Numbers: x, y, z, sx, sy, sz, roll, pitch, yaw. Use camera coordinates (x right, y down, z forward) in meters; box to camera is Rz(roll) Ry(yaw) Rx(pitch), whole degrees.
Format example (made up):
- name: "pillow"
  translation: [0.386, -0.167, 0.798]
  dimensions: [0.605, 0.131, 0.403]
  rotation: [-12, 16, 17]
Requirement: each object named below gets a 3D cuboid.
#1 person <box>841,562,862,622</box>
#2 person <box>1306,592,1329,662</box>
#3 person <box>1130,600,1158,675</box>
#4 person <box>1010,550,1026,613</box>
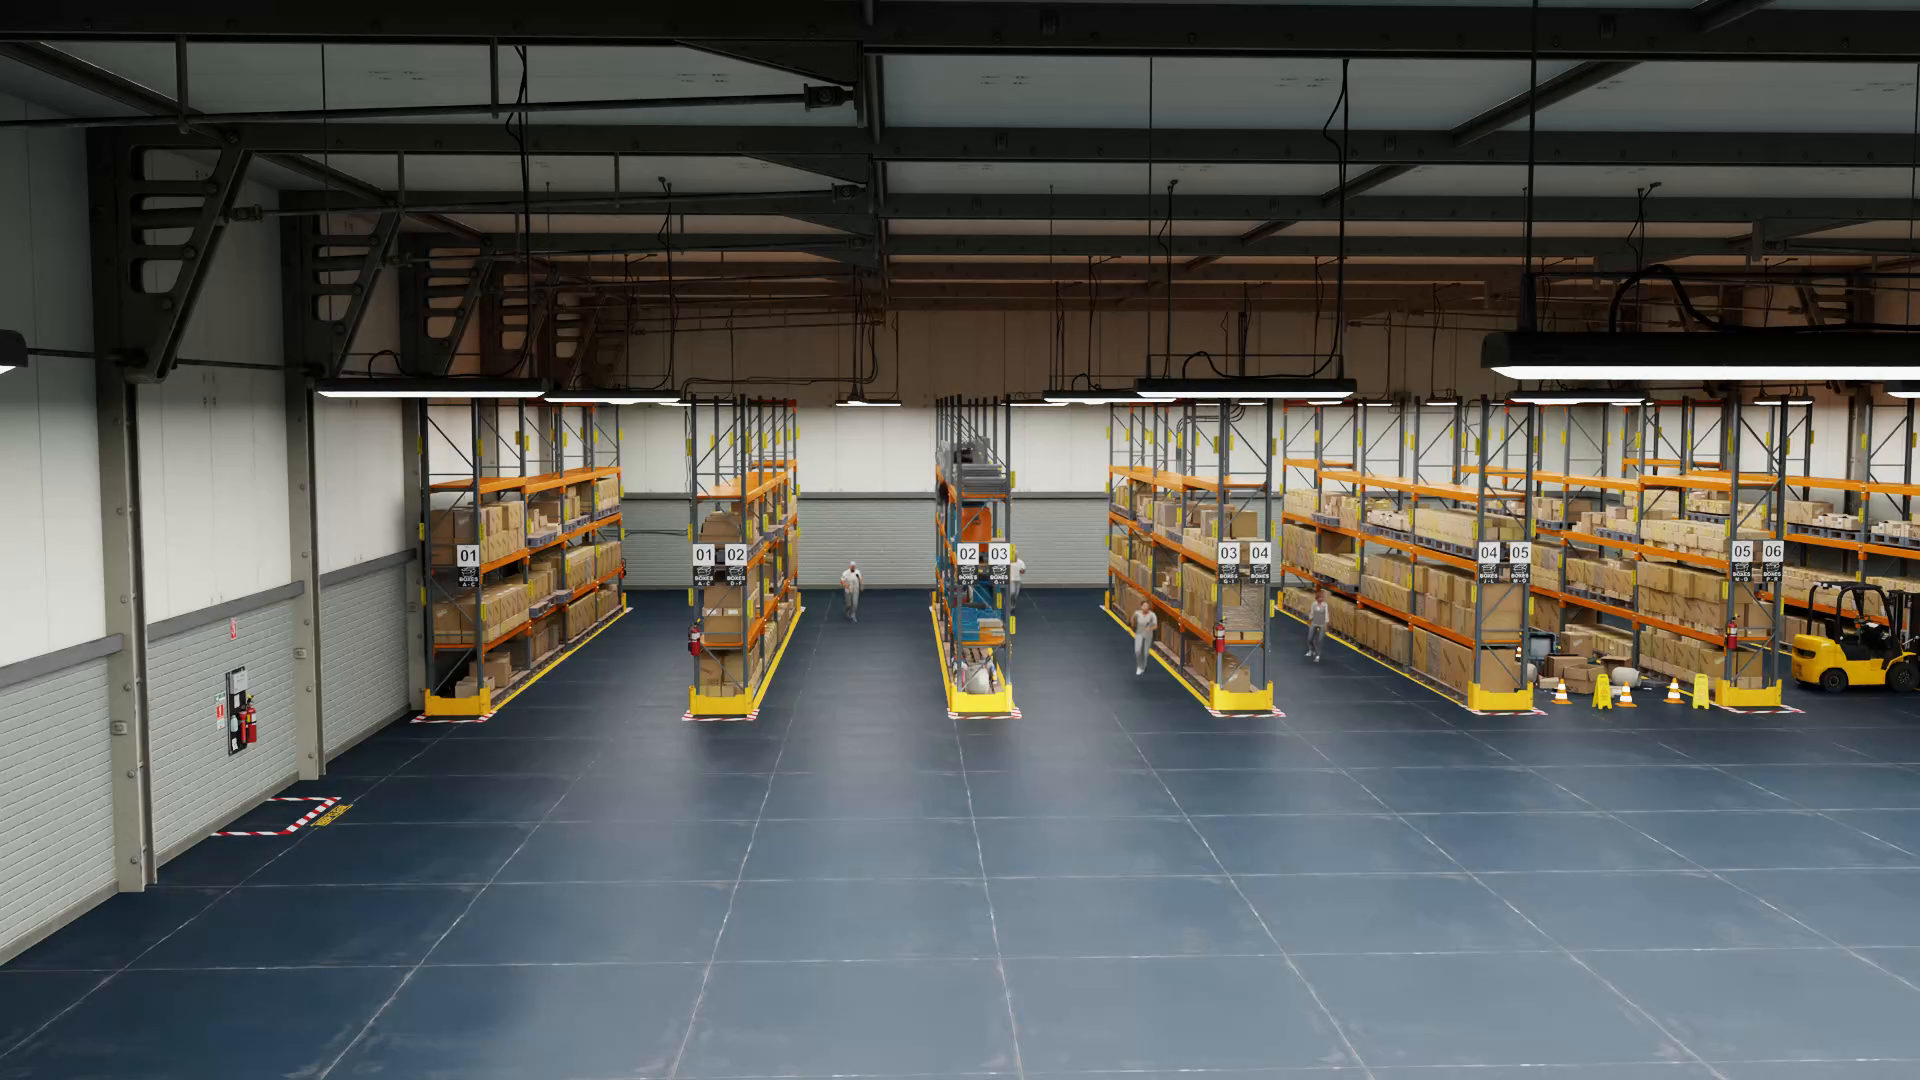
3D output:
- name: "person"
  translation: [-2.952, 1.379, 45.117]
  dimensions: [0.614, 1.622, 0.732]
  rotation: [-1, 5, -16]
- name: "person"
  translation: [8.124, 1.960, 37.782]
  dimensions: [0.533, 1.609, 0.430]
  rotation: [2, 5, 24]
- name: "person"
  translation: [3.757, 1.984, 34.014]
  dimensions: [0.566, 1.567, 0.915]
  rotation: [0, 5, 5]
- name: "person"
  translation: [1.523, 1.158, 46.873]
  dimensions: [0.666, 1.789, 0.721]
  rotation: [-1, 5, -18]
